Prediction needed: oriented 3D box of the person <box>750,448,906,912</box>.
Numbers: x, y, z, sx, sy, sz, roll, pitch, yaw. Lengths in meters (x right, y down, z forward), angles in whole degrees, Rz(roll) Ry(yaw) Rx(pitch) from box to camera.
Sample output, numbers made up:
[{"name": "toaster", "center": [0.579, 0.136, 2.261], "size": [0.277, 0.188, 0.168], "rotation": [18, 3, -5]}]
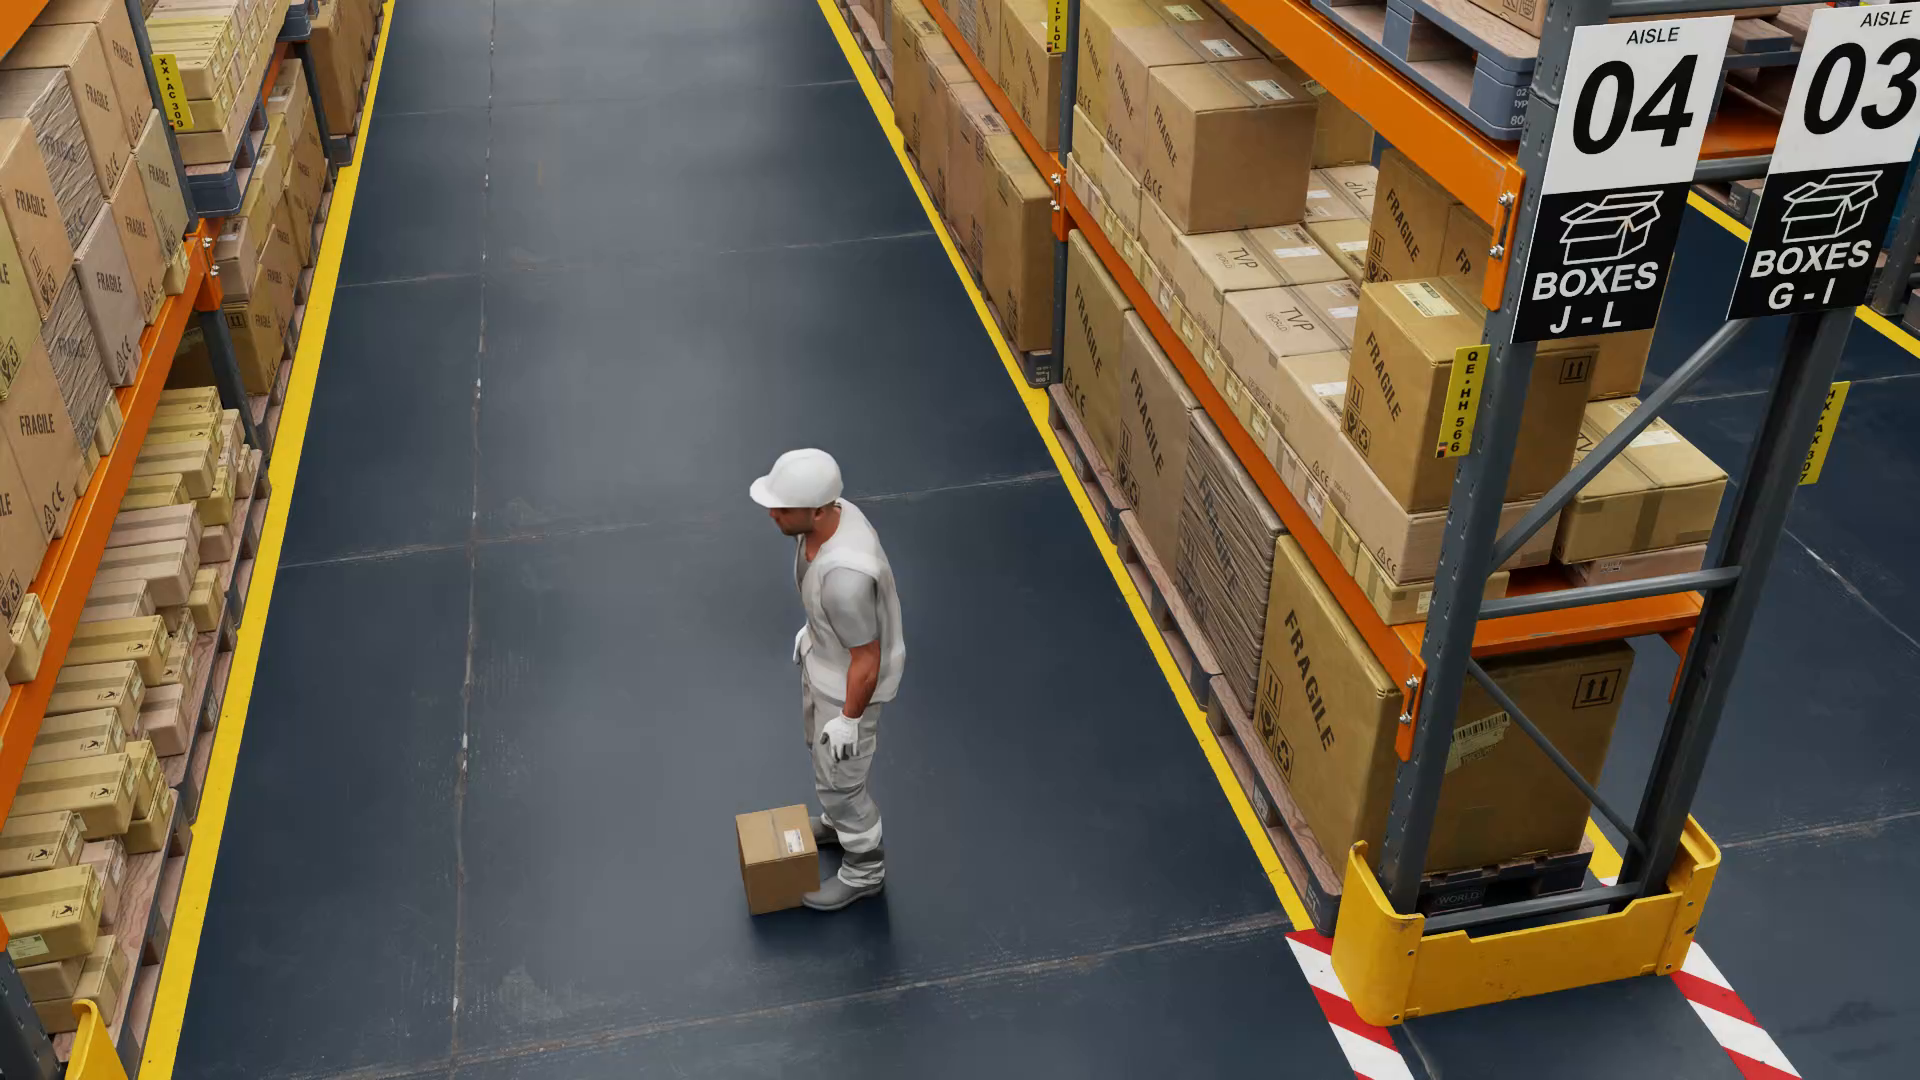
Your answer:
[{"name": "person", "center": [-0.417, 0.453, 5.460], "size": [0.449, 1.778, 0.595], "rotation": [-8, 35, -12]}]
